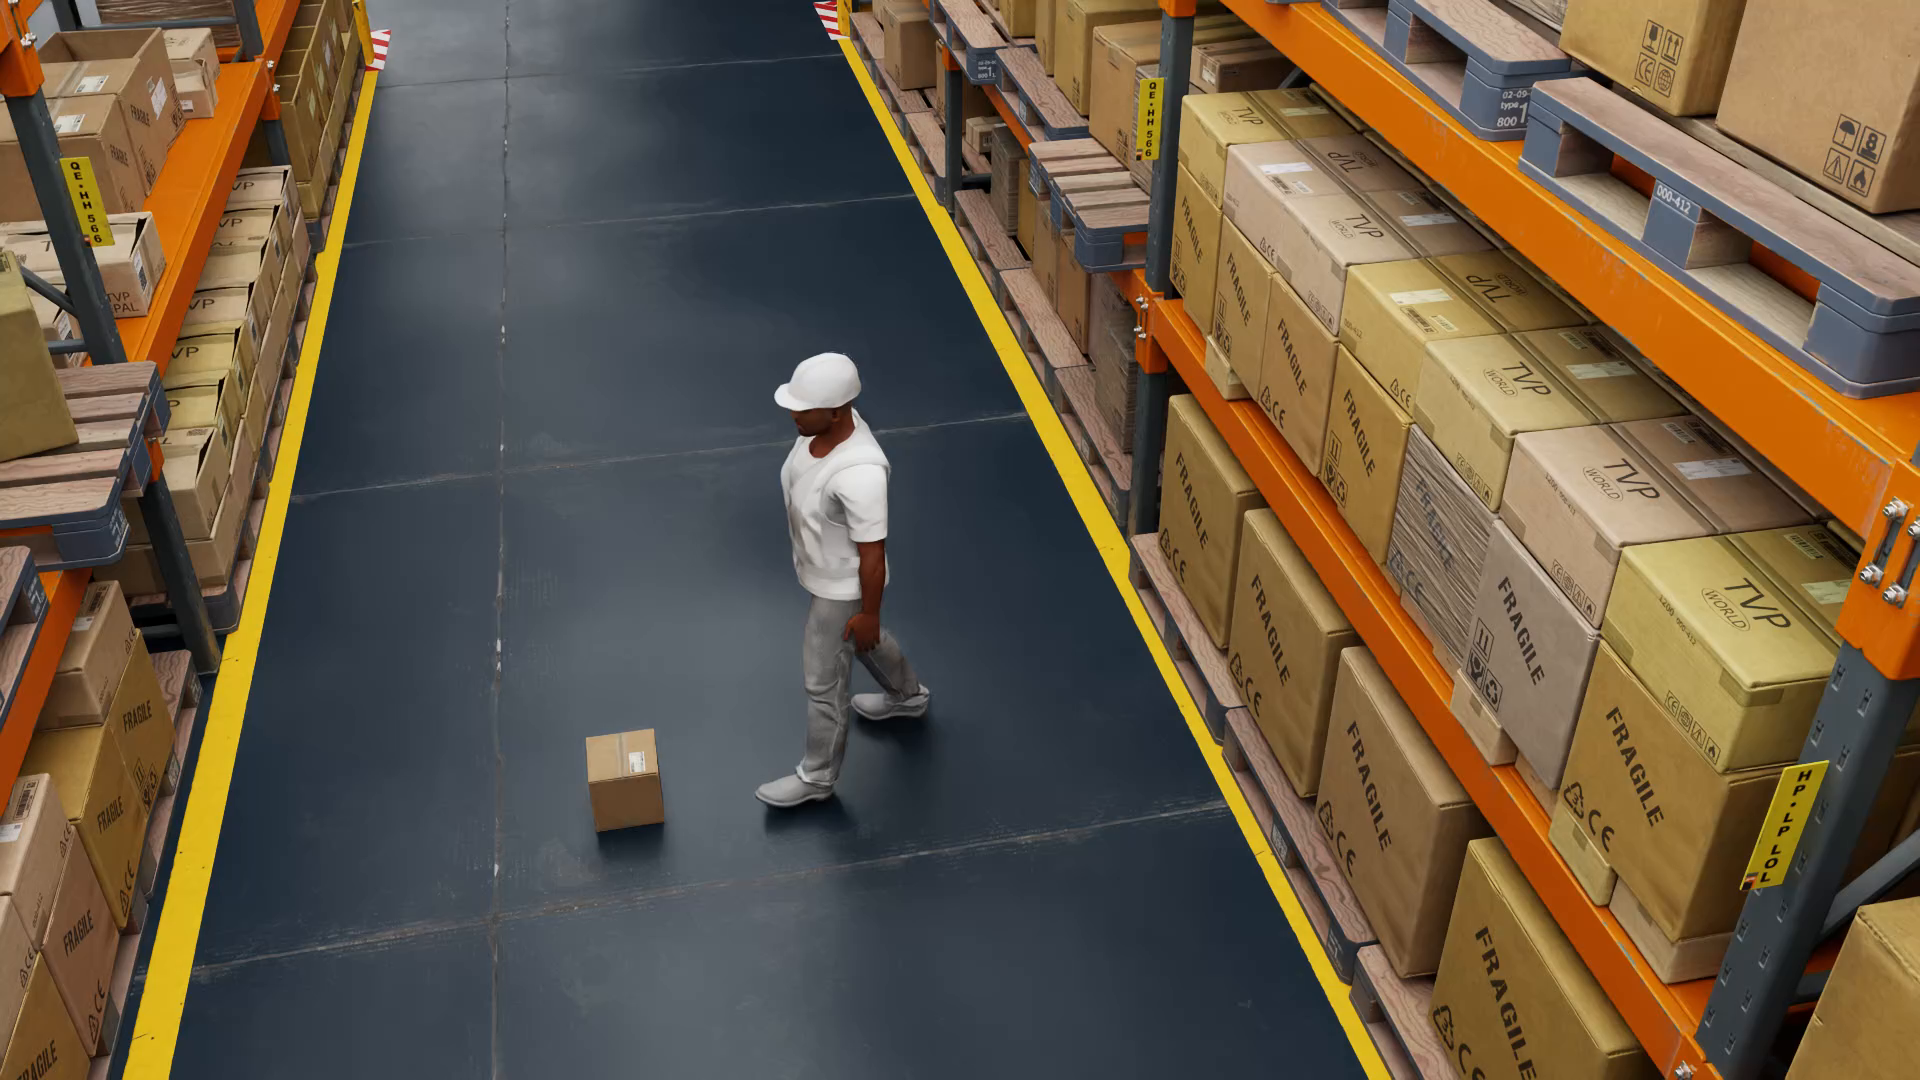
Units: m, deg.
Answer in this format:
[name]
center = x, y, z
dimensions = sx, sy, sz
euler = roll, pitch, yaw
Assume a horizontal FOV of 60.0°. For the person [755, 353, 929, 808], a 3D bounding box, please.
[person]
center = -0.453, 0.122, 5.946
dimensions = 0.767, 1.767, 0.592
euler = -11, 36, -16
